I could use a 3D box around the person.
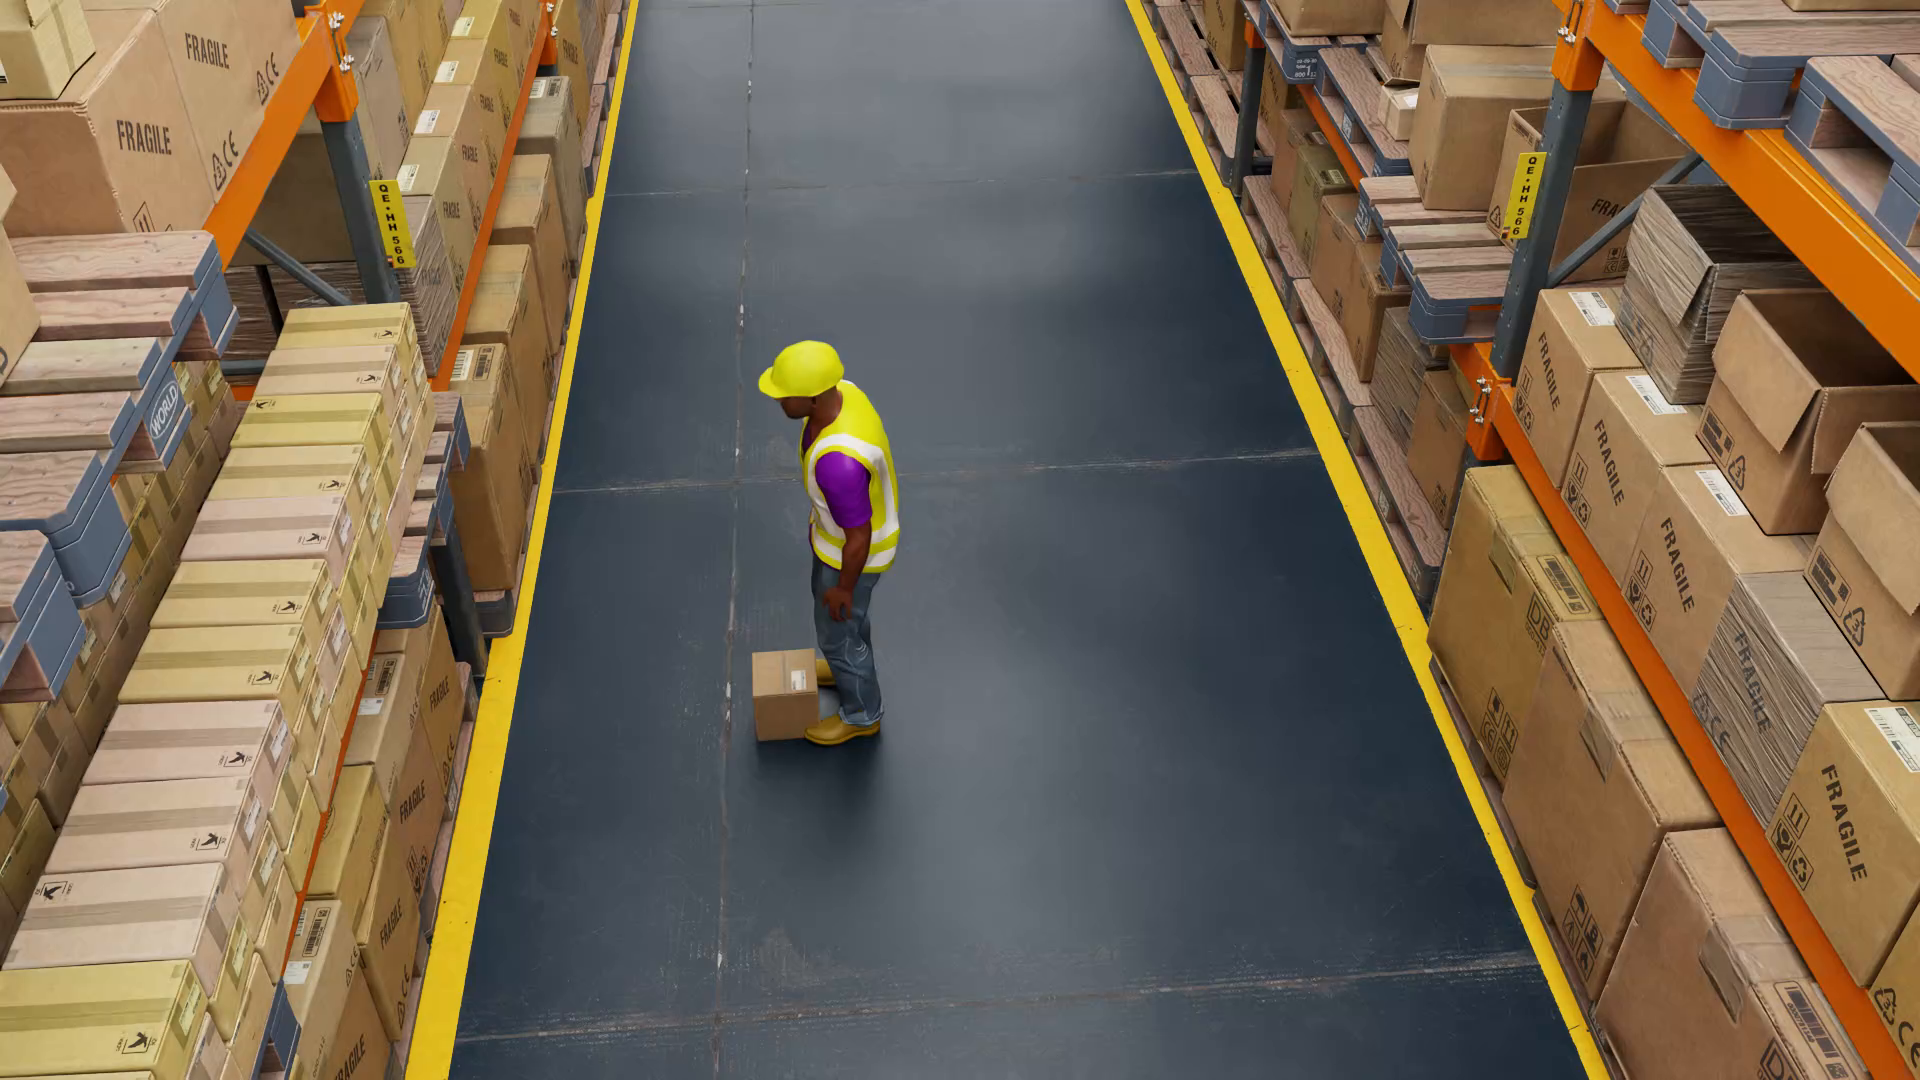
[{"bbox_3d":[-0.456,0.008,6.131,0.462,1.759,0.622,-5,39,-6],"label":"person"}]
